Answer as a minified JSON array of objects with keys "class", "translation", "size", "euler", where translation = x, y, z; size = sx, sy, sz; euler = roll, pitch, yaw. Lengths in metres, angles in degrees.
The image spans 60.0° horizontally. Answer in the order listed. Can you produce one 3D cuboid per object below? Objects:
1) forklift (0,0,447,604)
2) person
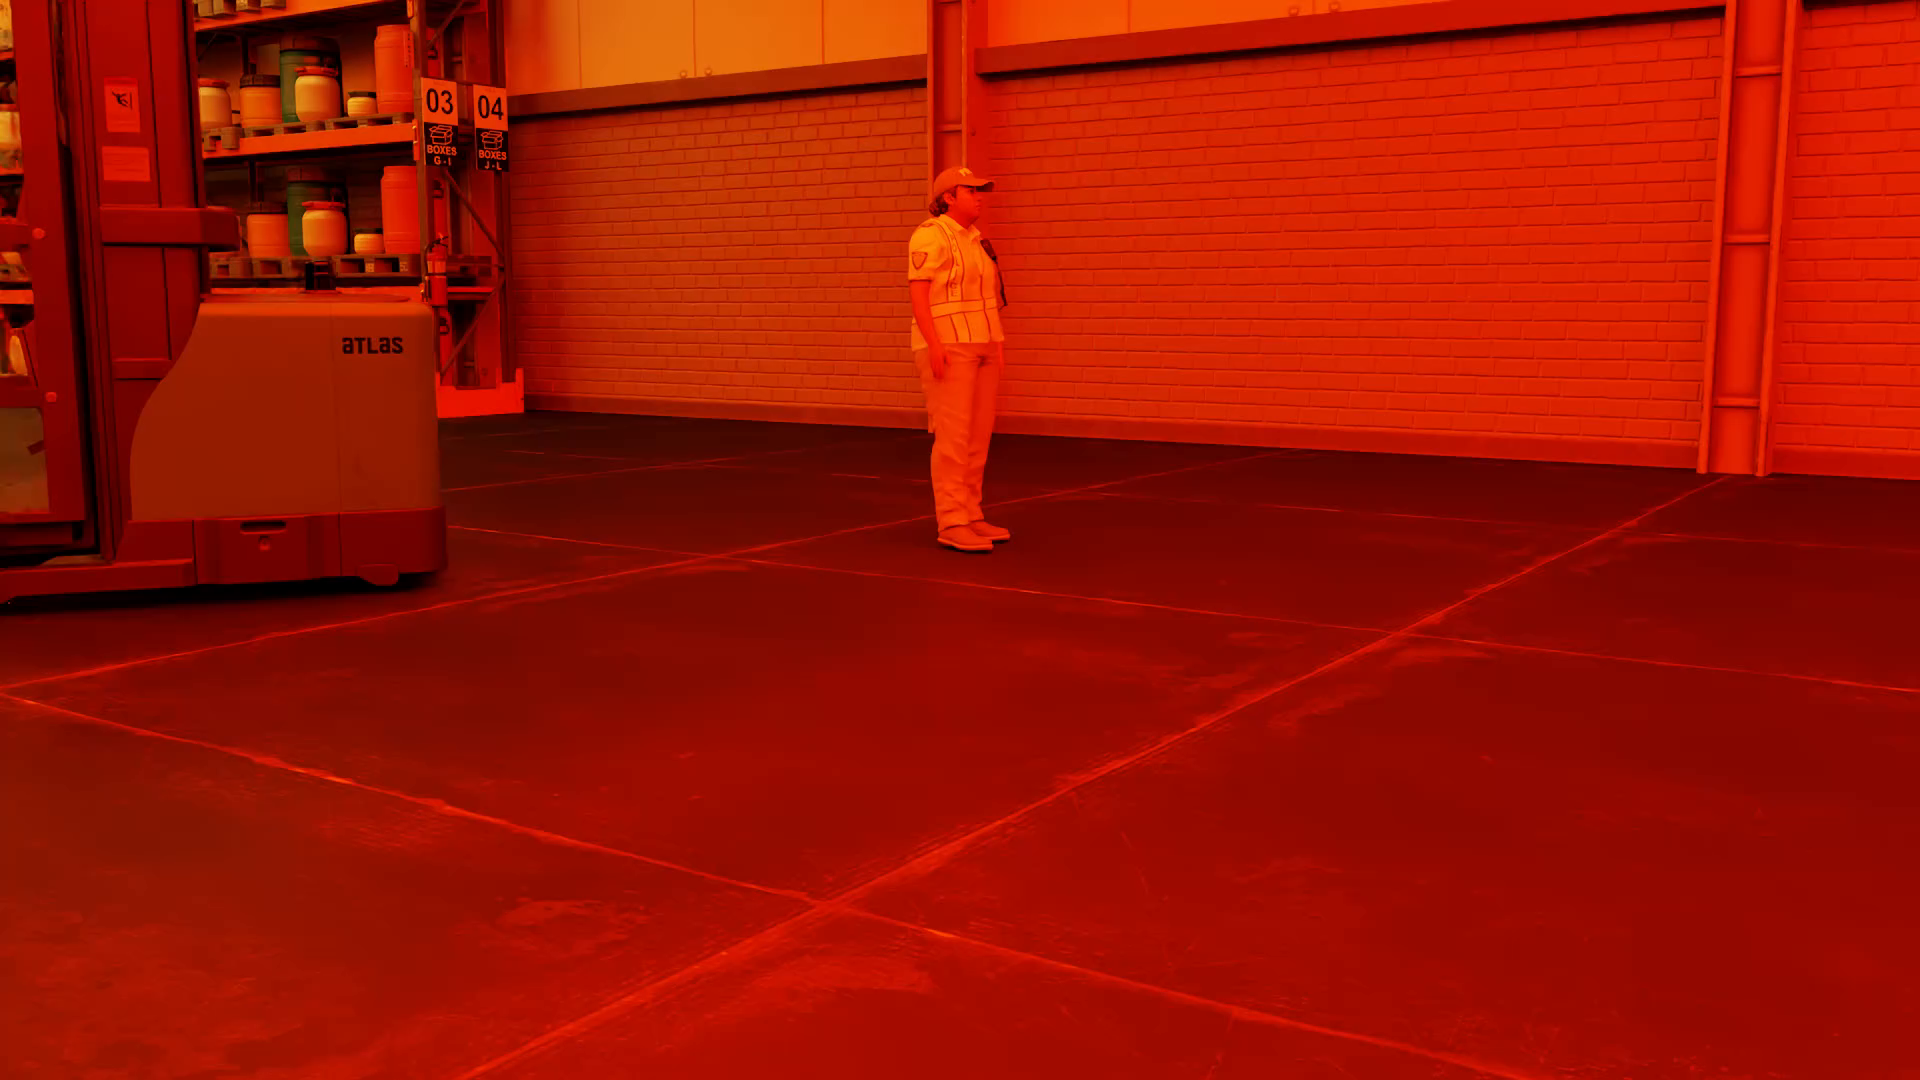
[{"class":"forklift","translation":[-3.527,-1.255,6.016],"size":[3.031,2.935,1.130],"euler":[-3,9,-21]},{"class":"person","translation":[0.051,-0.824,7.424],"size":[0.529,1.670,0.599],"euler":[5,10,34]}]
